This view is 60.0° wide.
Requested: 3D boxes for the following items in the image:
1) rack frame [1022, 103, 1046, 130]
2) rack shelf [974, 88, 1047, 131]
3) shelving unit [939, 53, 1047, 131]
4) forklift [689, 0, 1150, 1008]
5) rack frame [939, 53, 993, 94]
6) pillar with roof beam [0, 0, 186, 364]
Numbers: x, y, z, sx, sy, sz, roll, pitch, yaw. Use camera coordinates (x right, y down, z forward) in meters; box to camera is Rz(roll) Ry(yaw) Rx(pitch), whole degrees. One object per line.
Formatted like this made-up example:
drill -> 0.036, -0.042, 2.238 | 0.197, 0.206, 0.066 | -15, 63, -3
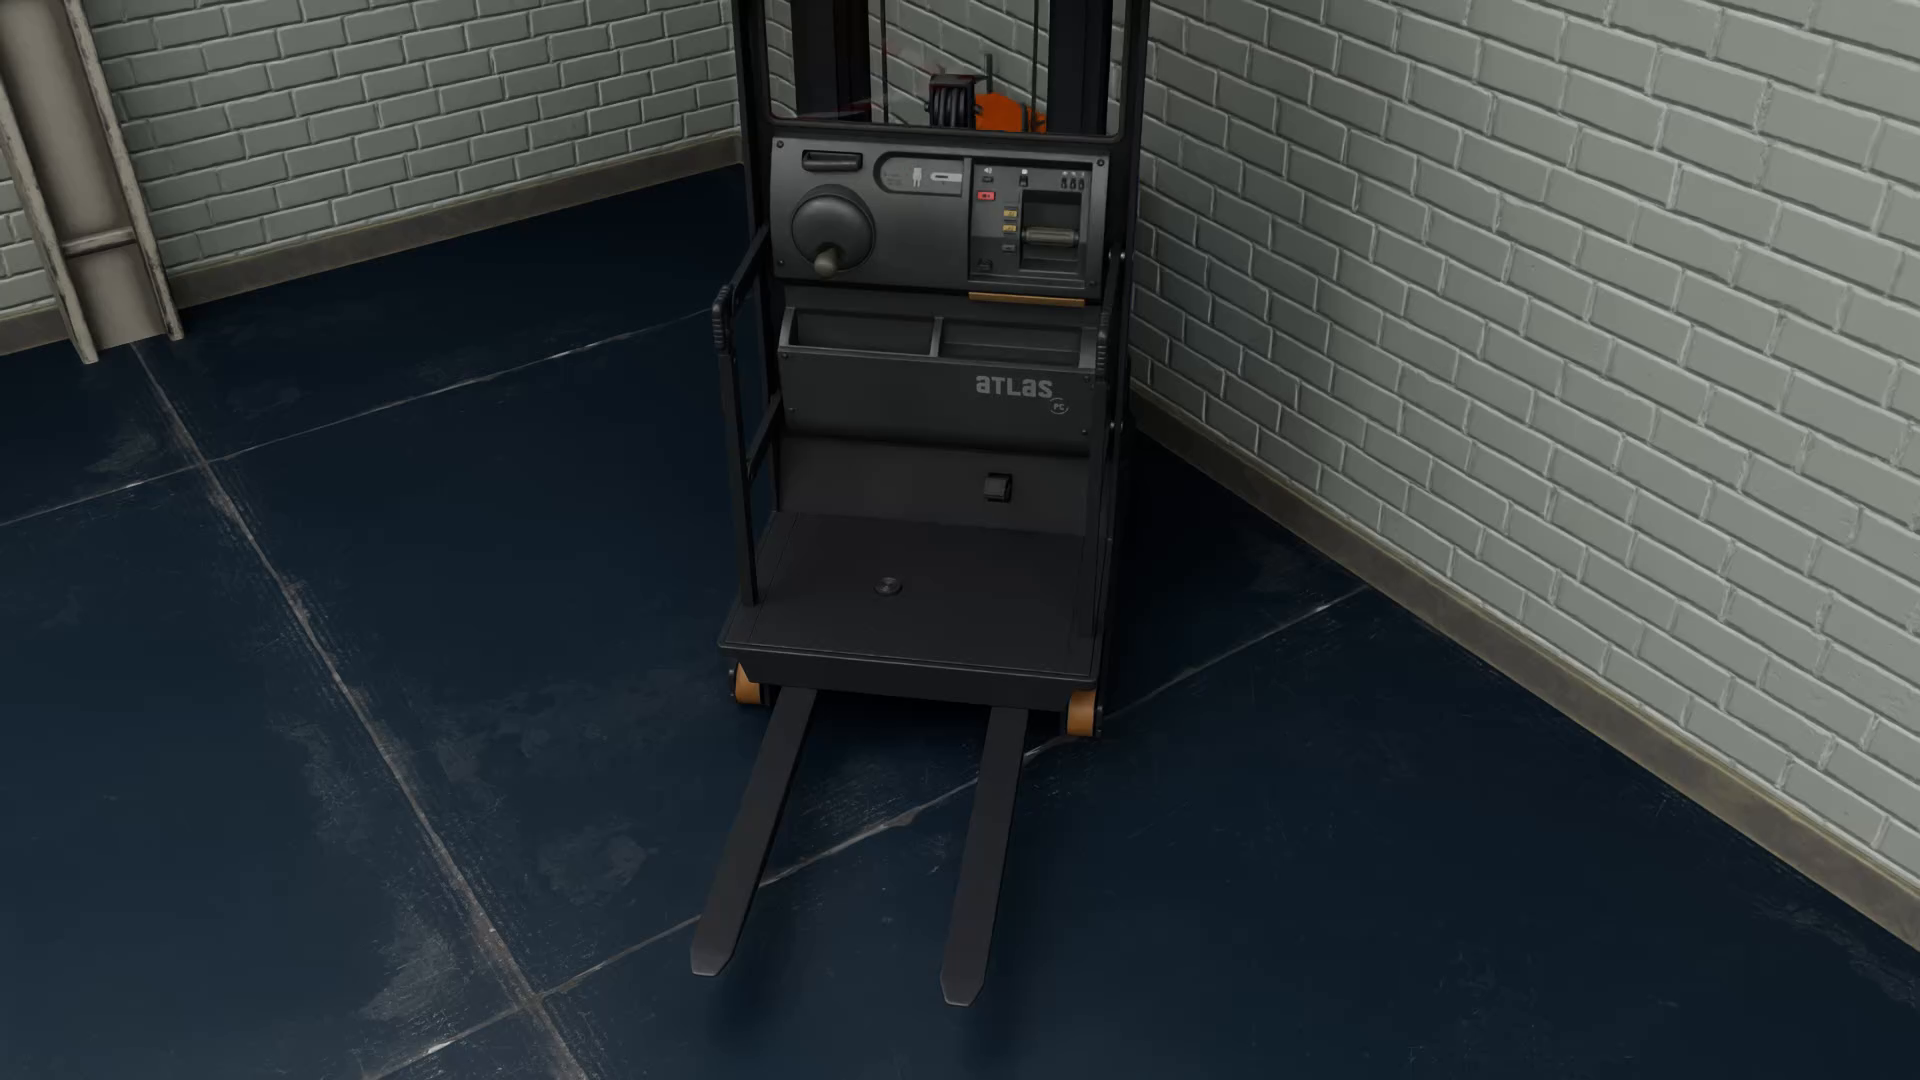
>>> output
rack frame -> 0.320, -1.066, 6.195 | 0.240, 1.200, 0.015 | -24, 41, -29
rack shelf -> 0.172, -1.499, 6.129 | 0.258, 0.148, 0.480 | -24, 41, -29
shelving unit -> 0.175, -1.178, 6.356 | 0.258, 1.200, 0.503 | -24, 41, -29
forklift -> -0.090, -0.828, 4.391 | 1.130, 2.935, 3.031 | 5, 36, 7
rack frame -> 0.029, -1.290, 6.516 | 0.240, 1.200, 0.015 | -24, 41, -29
pillar with roof beam -> -0.993, -2.449, 1.448 | 0.400, 9.000, 9.100 | -22, 41, -28
